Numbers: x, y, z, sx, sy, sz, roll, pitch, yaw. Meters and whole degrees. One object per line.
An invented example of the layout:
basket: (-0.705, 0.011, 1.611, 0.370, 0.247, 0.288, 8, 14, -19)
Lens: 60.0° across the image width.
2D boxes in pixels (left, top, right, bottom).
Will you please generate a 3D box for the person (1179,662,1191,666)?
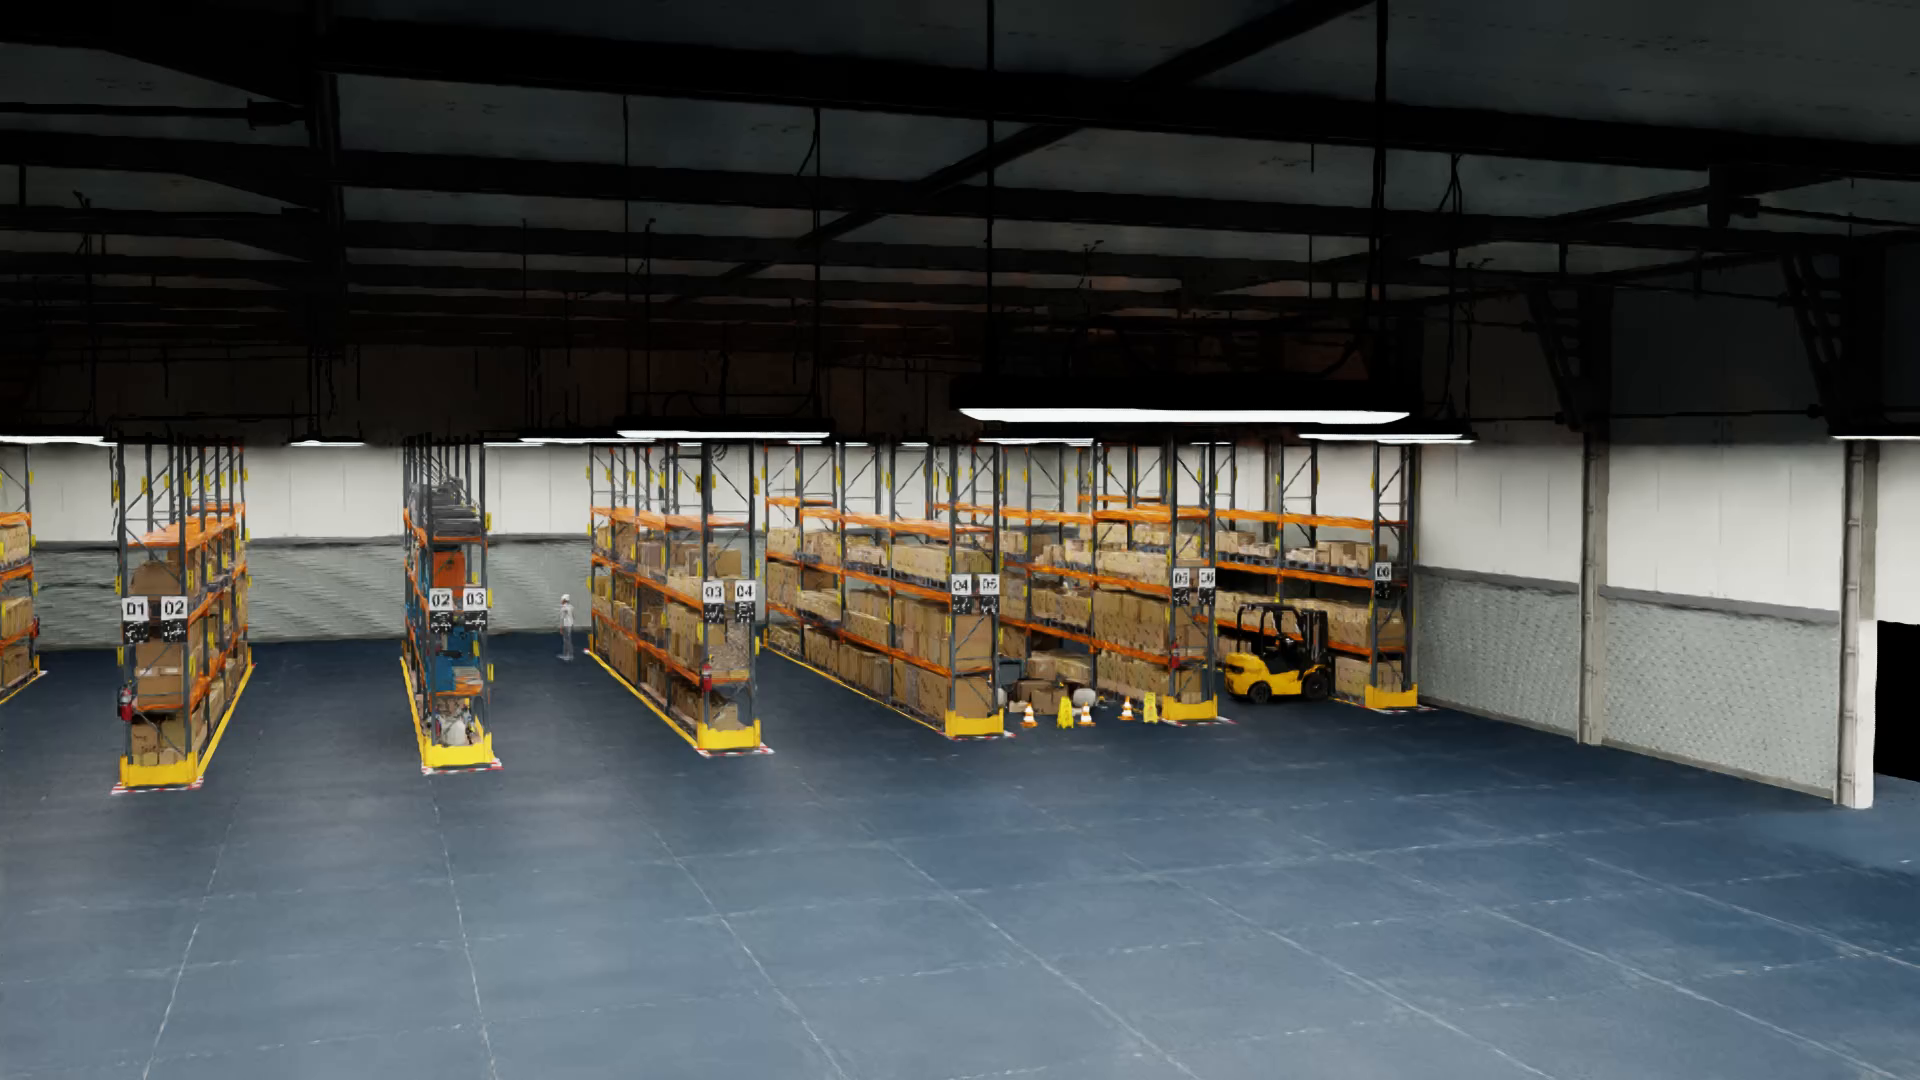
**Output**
person: (5.586, 2.509, 42.236, 0.575, 1.718, 0.634, 0, 3, 6)

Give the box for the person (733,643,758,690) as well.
person: (-5.151, 2.673, 39.362, 0.598, 1.699, 1.197, -1, 3, -23)

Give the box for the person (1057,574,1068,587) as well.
person: (3.356, 1.931, 53.547, 0.488, 1.658, 0.684, 3, 4, 42)

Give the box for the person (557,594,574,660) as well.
person: (-10.663, 2.336, 44.914, 0.570, 1.768, 0.627, 0, 3, 8)

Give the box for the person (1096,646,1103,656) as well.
person: (3.881, 2.414, 45.464, 0.561, 1.551, 0.588, 0, 3, 6)
